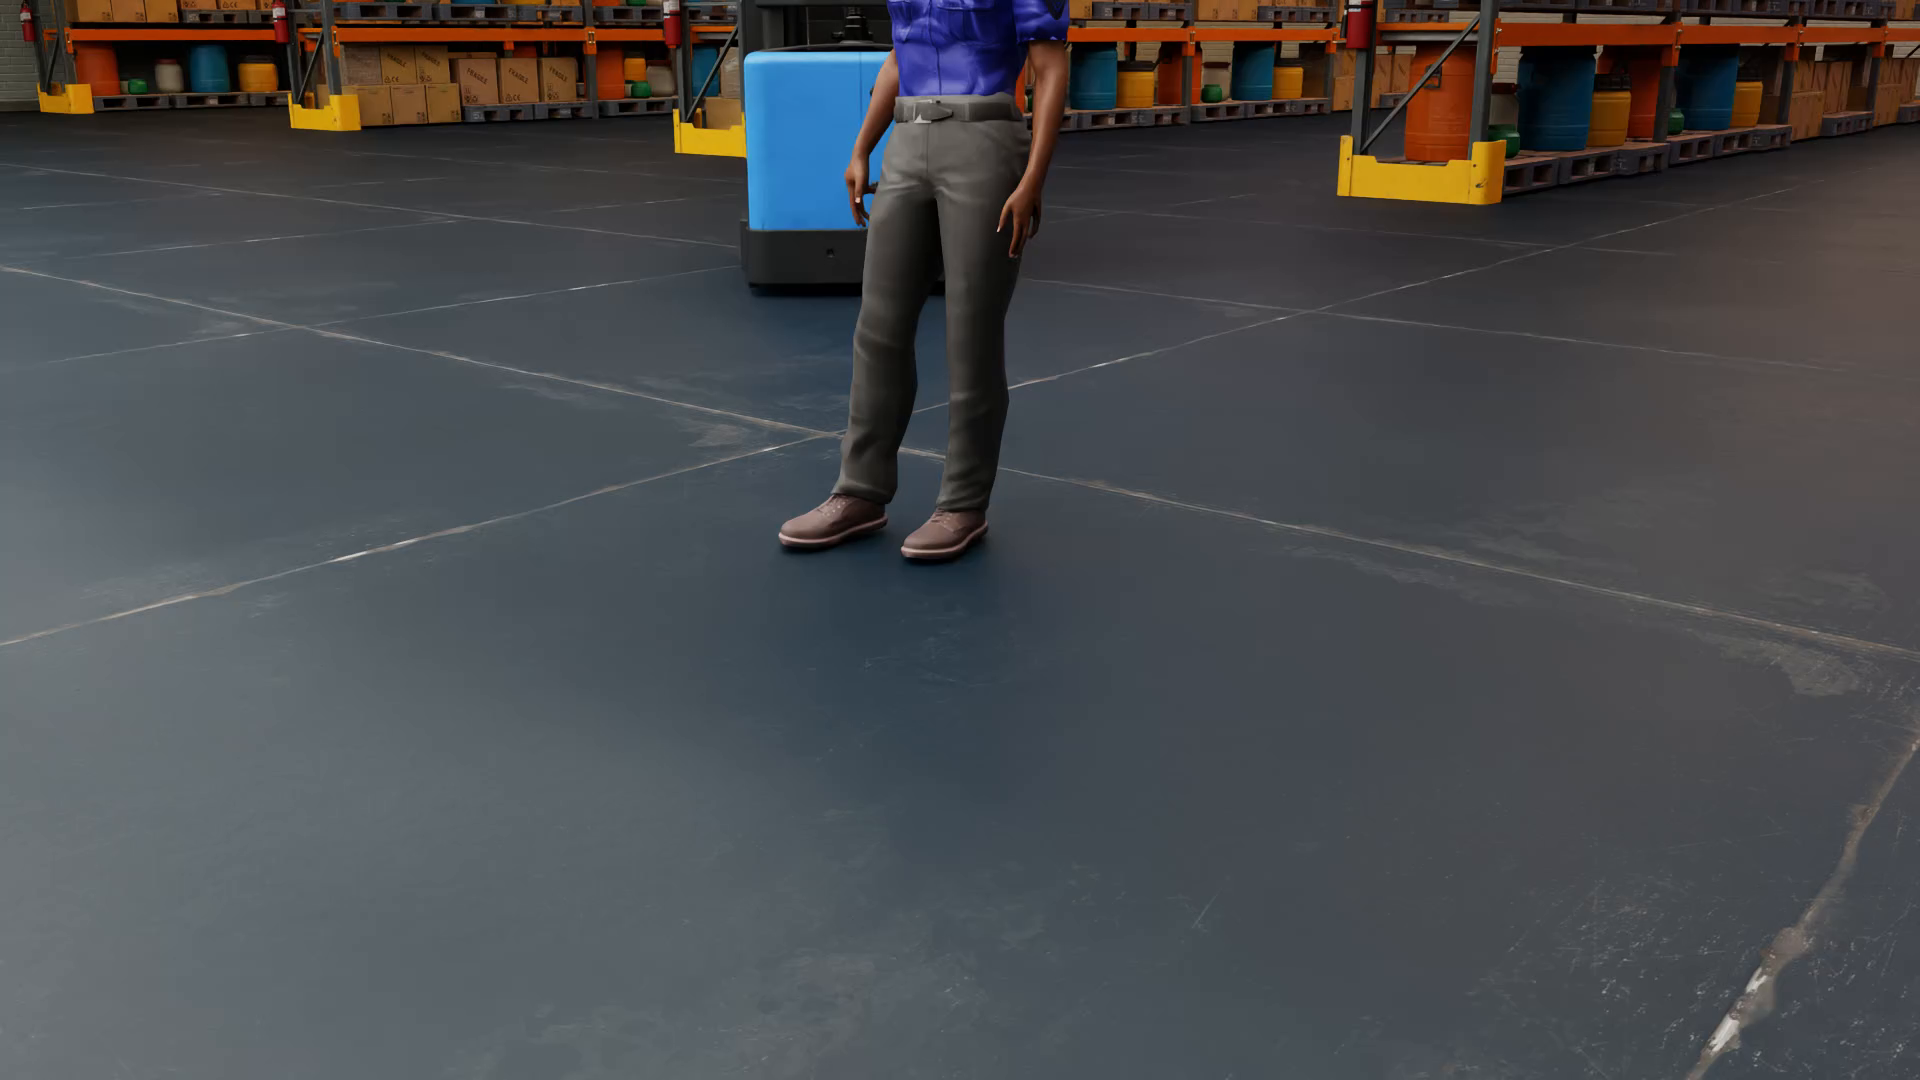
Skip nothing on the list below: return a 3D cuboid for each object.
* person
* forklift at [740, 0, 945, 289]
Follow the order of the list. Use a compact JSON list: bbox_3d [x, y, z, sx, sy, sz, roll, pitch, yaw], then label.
[{"bbox_3d":[-0.071,-0.783,3.647,0.569,1.656,0.503,13,21,37],"label":"person"},{"bbox_3d":[-0.584,-2.936,8.566,1.130,2.935,3.031,-2,17,-6],"label":"forklift"}]
